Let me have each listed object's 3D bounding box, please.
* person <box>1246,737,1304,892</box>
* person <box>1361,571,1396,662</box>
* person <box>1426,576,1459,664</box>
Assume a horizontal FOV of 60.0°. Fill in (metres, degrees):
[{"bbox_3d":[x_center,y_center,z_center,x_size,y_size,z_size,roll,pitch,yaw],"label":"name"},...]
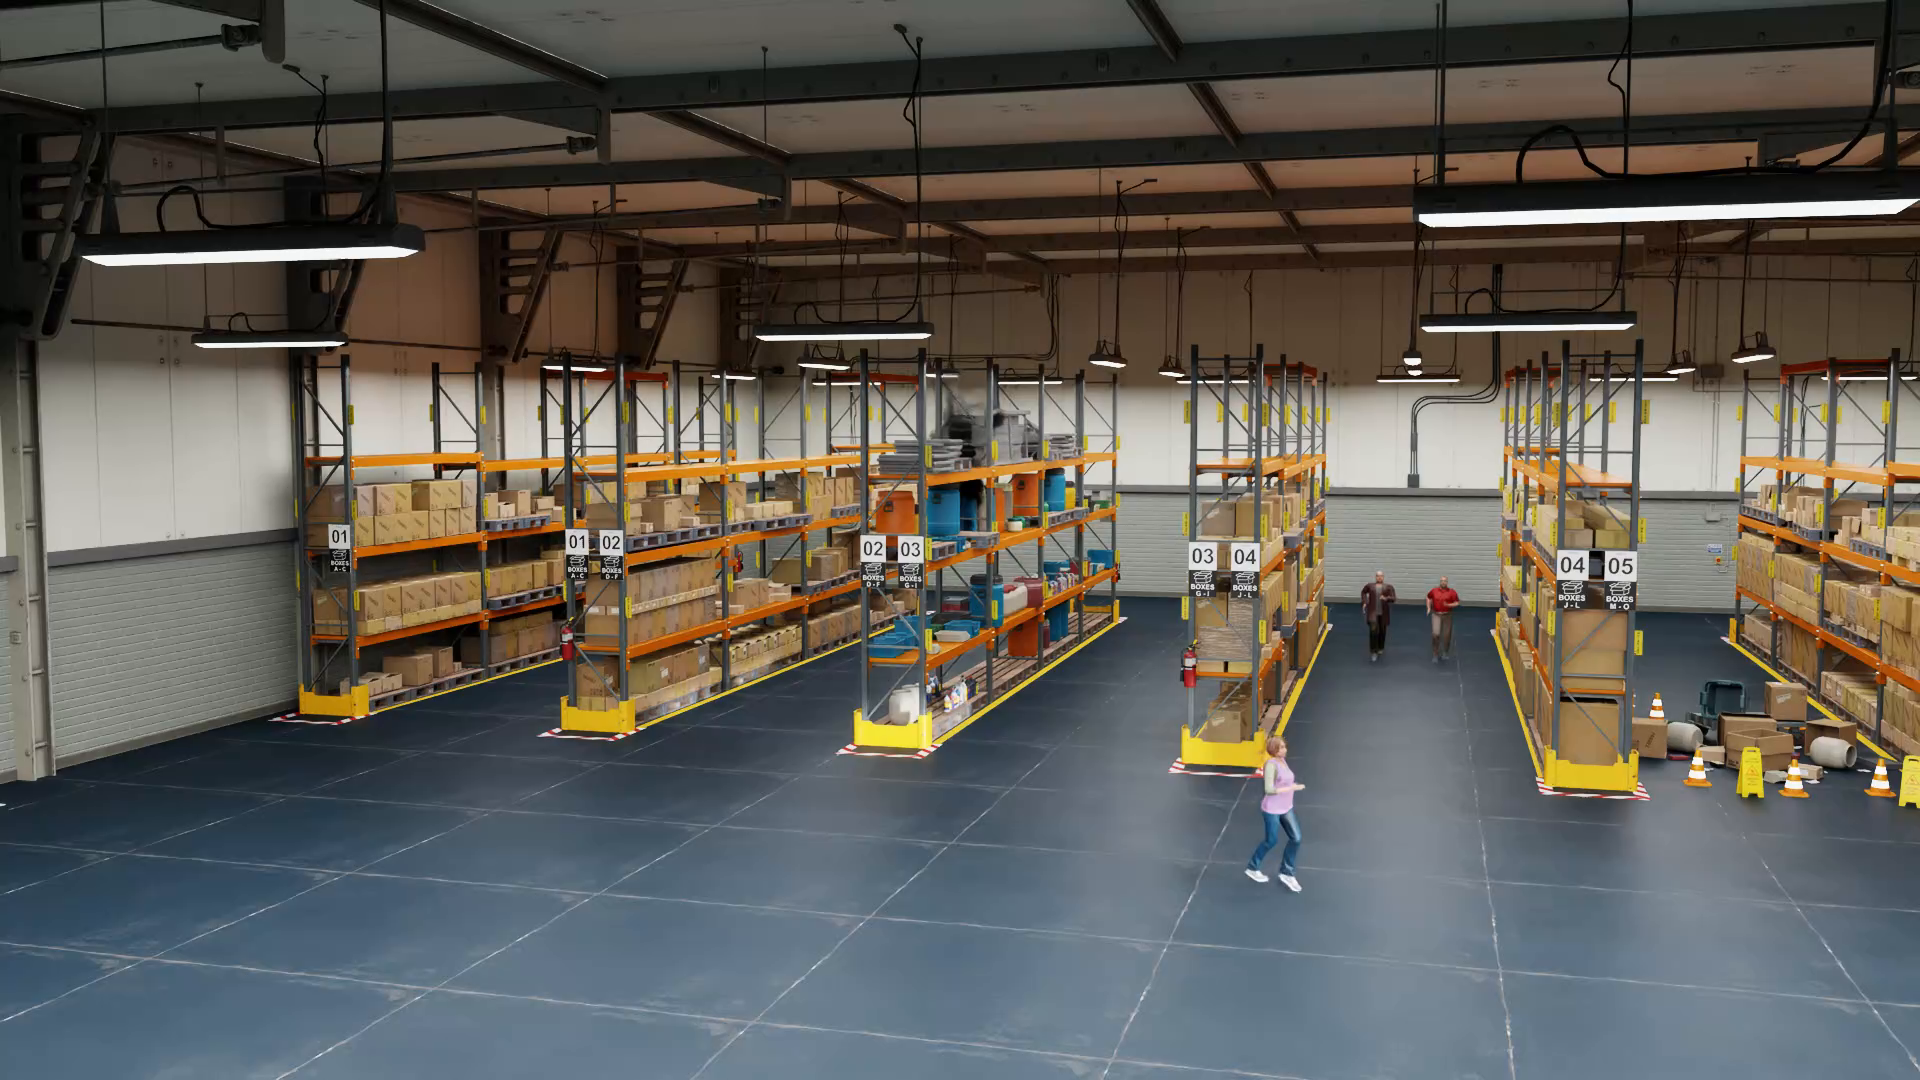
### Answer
[{"bbox_3d":[3.343,2.883,17.540,0.678,1.635,0.516,4,6,41],"label":"person"},{"bbox_3d":[8.595,1.589,34.150,0.677,1.744,0.868,1,4,10],"label":"person"},{"bbox_3d":[9.775,1.627,33.705,0.633,1.796,0.776,1,4,16],"label":"person"}]
